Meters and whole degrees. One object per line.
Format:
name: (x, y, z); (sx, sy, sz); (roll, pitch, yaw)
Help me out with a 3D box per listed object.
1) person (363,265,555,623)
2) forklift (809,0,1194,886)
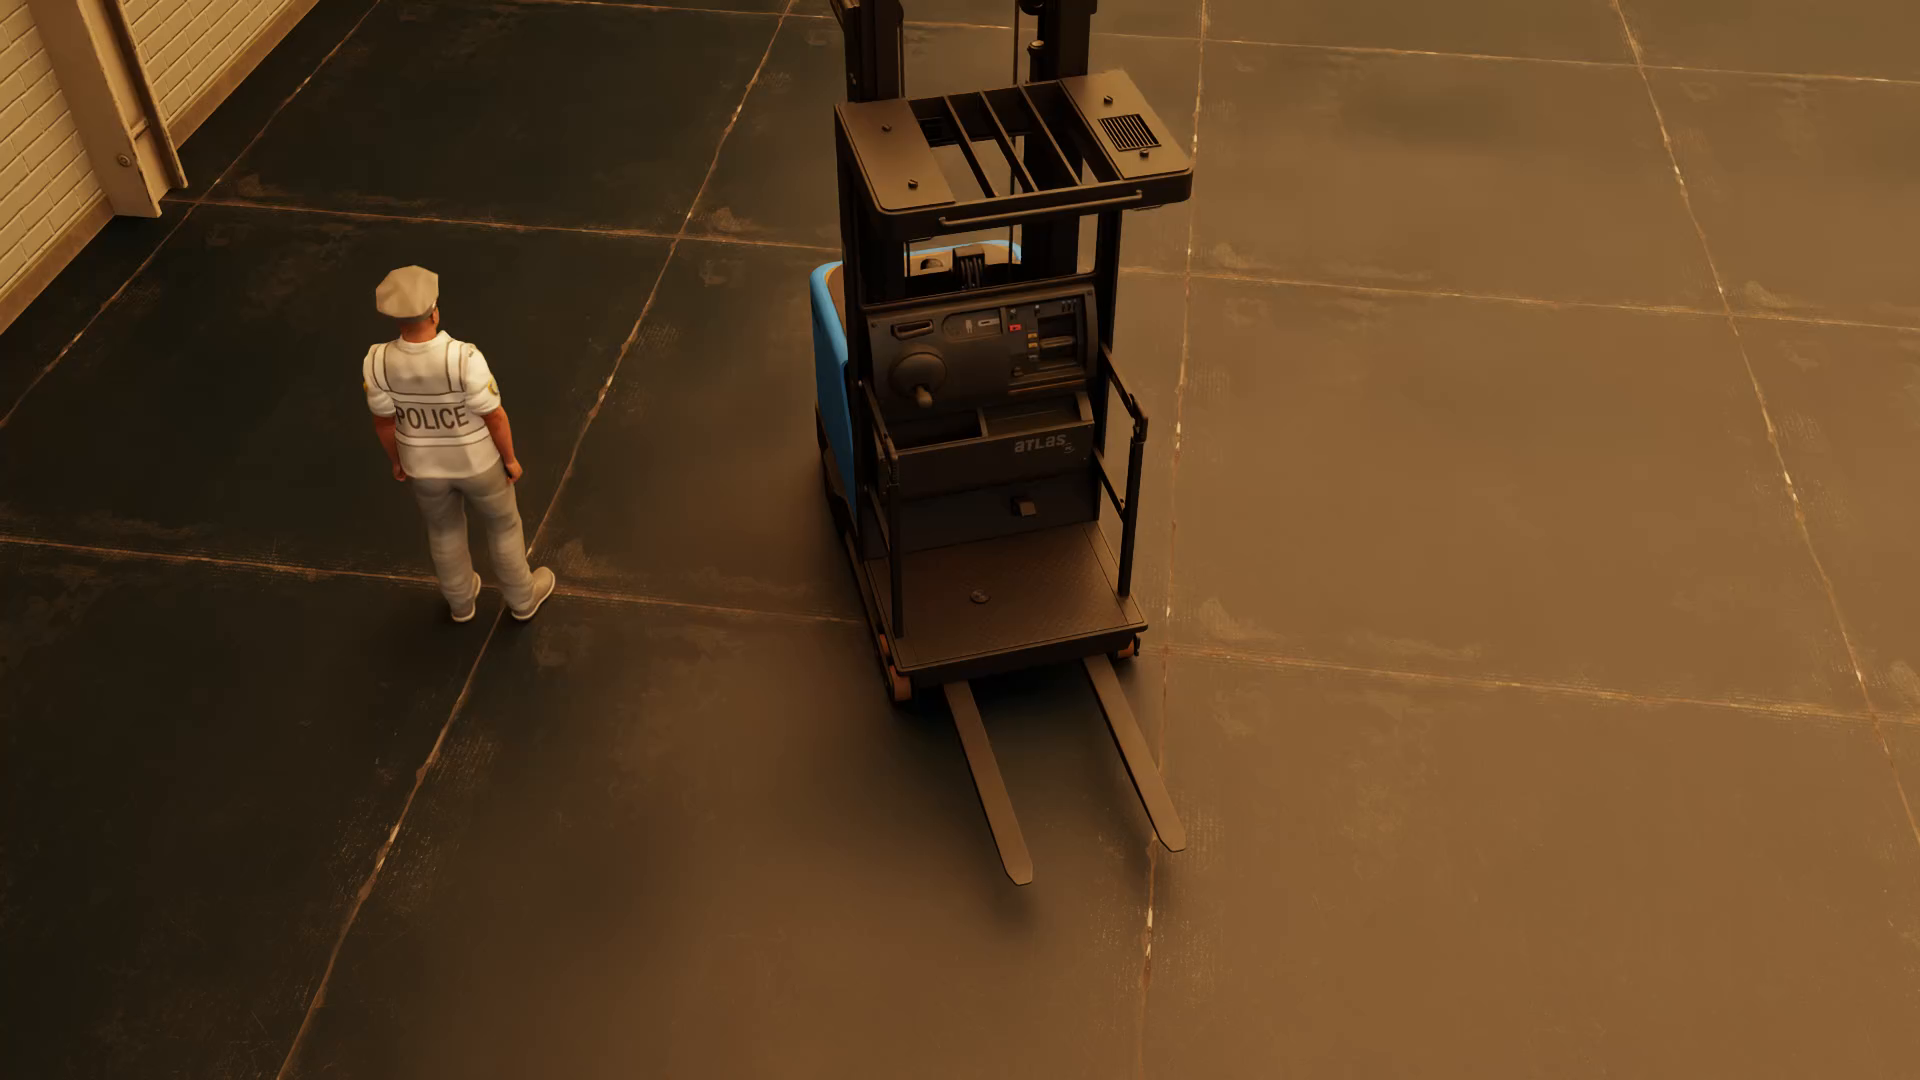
person: (-2.124, -0.374, 6.991); (0.544, 1.771, 0.369); (-1, 43, -1)
forklift: (0.153, -0.681, 6.465); (1.130, 2.935, 3.031); (-10, 44, -11)
